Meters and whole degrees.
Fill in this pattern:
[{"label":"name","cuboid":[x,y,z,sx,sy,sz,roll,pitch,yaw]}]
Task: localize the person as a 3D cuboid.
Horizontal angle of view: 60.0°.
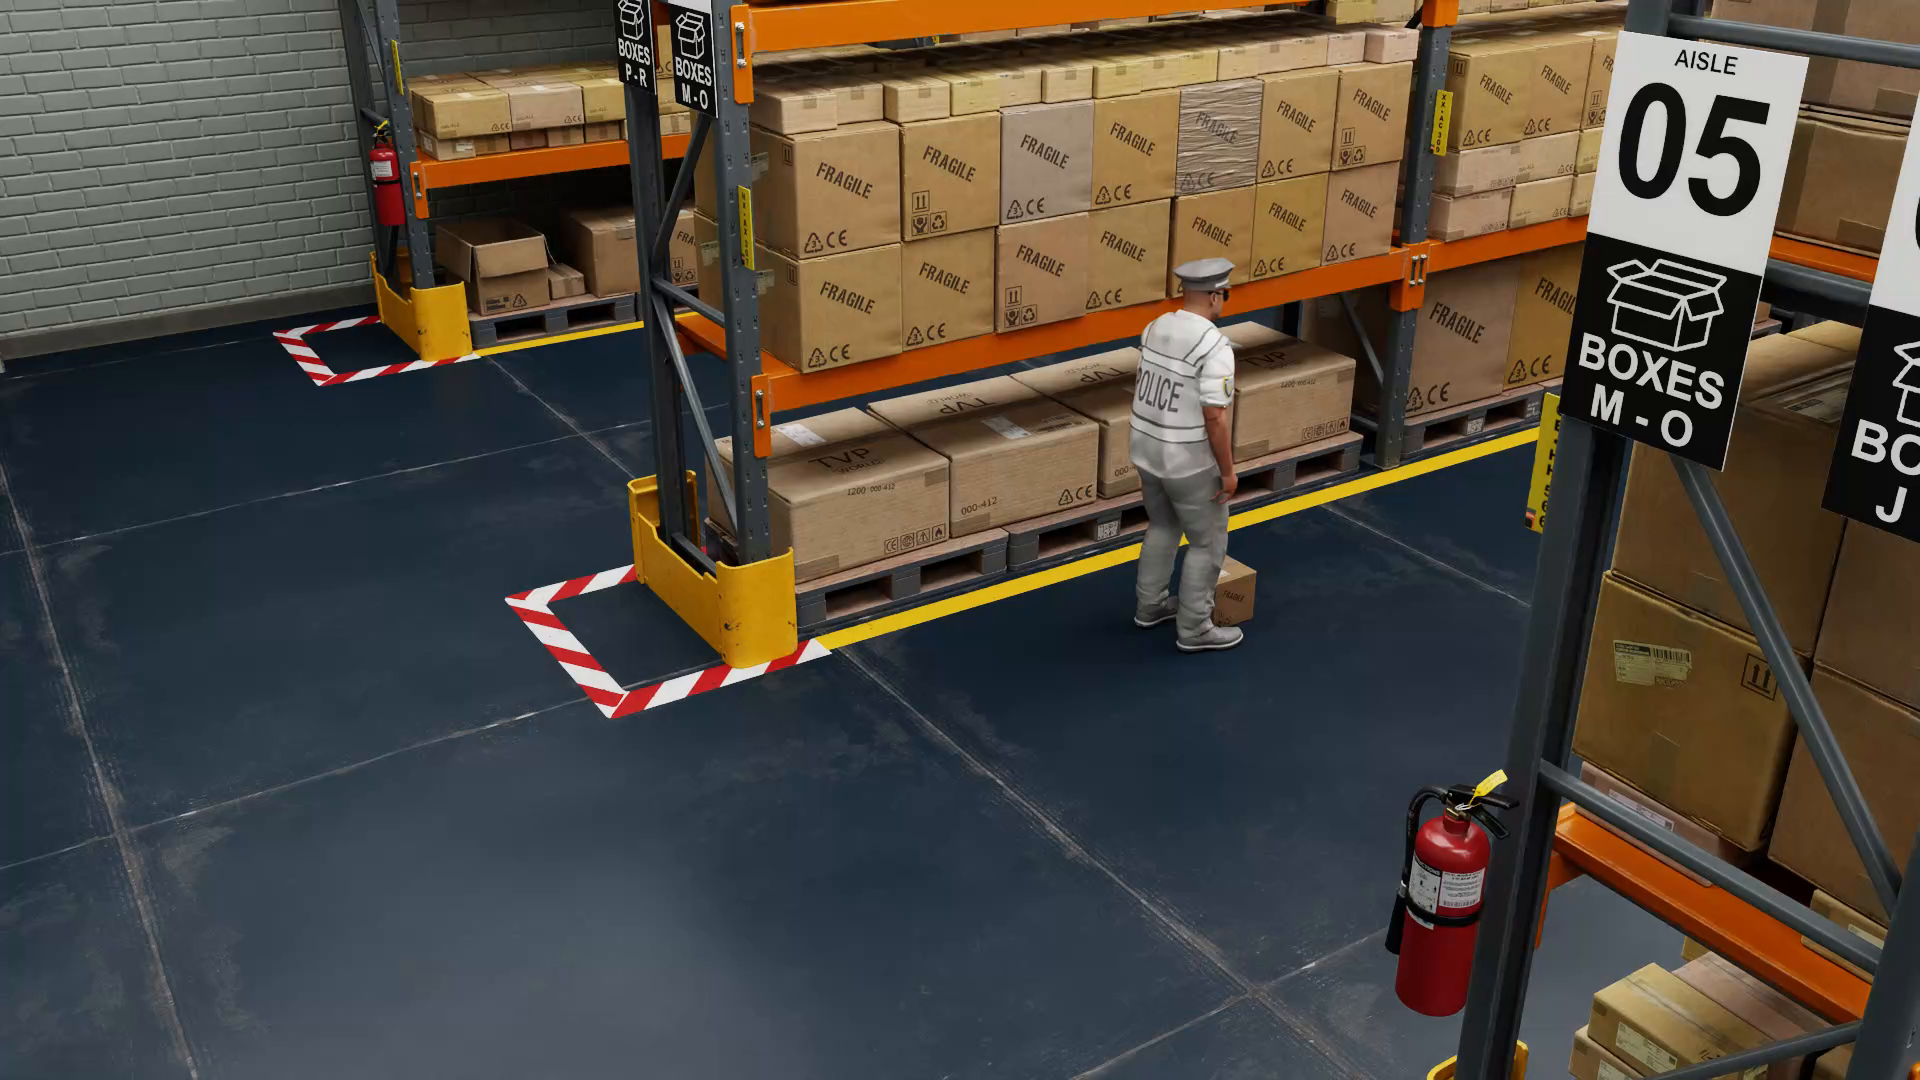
[{"label":"person","cuboid":[0.989,-0.368,7.389,0.437,1.747,0.583,-16,29,-30]}]
